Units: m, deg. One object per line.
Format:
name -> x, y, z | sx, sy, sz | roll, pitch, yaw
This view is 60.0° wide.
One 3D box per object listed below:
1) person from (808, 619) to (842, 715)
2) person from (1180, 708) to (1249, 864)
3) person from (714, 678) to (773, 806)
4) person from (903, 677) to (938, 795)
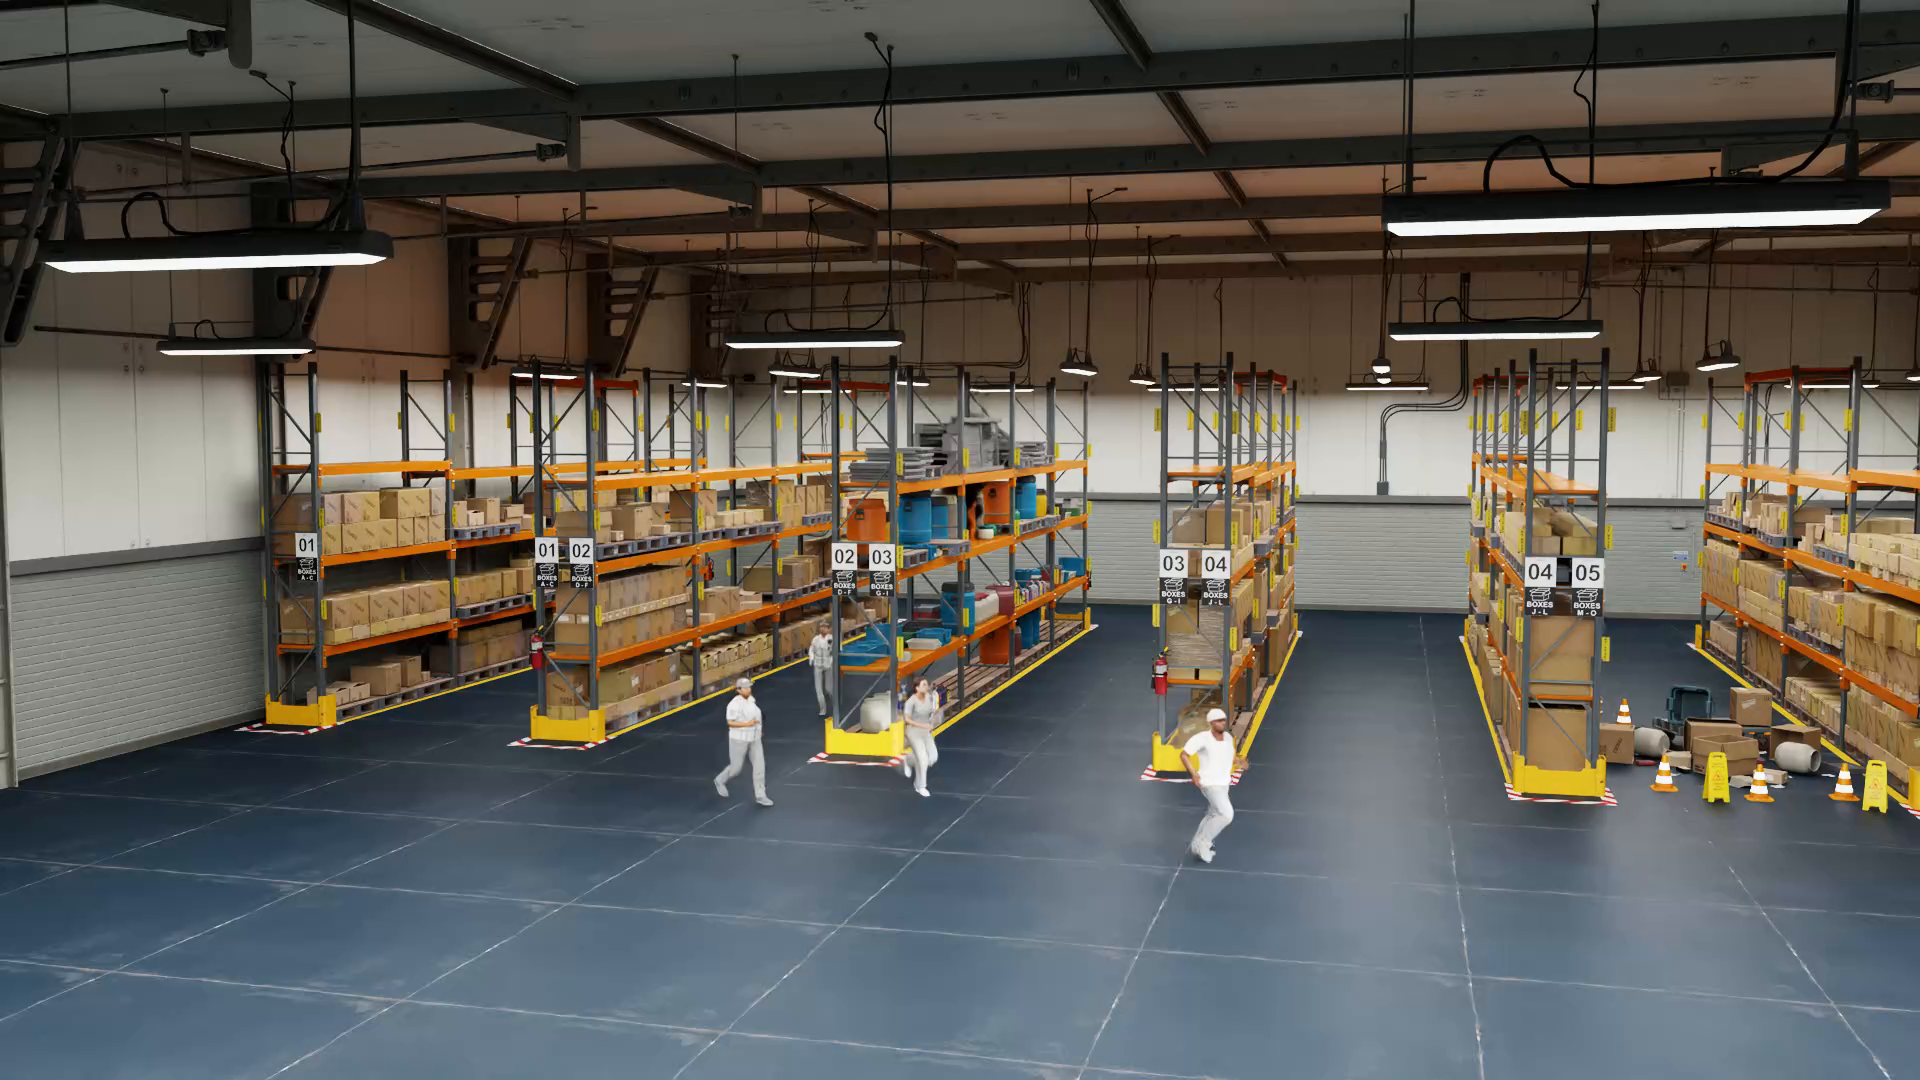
person -> -2.324, 2.168, 28.590 | 0.610, 1.641, 0.580 | 1, 4, 11
person -> 2.944, 2.799, 18.984 | 0.668, 1.767, 0.679 | -4, 6, -44
person -> -2.828, 2.629, 21.826 | 0.922, 1.644, 0.613 | 3, 5, 39
person -> -0.517, 2.634, 22.409 | 0.607, 1.623, 0.601 | 4, 6, 44
